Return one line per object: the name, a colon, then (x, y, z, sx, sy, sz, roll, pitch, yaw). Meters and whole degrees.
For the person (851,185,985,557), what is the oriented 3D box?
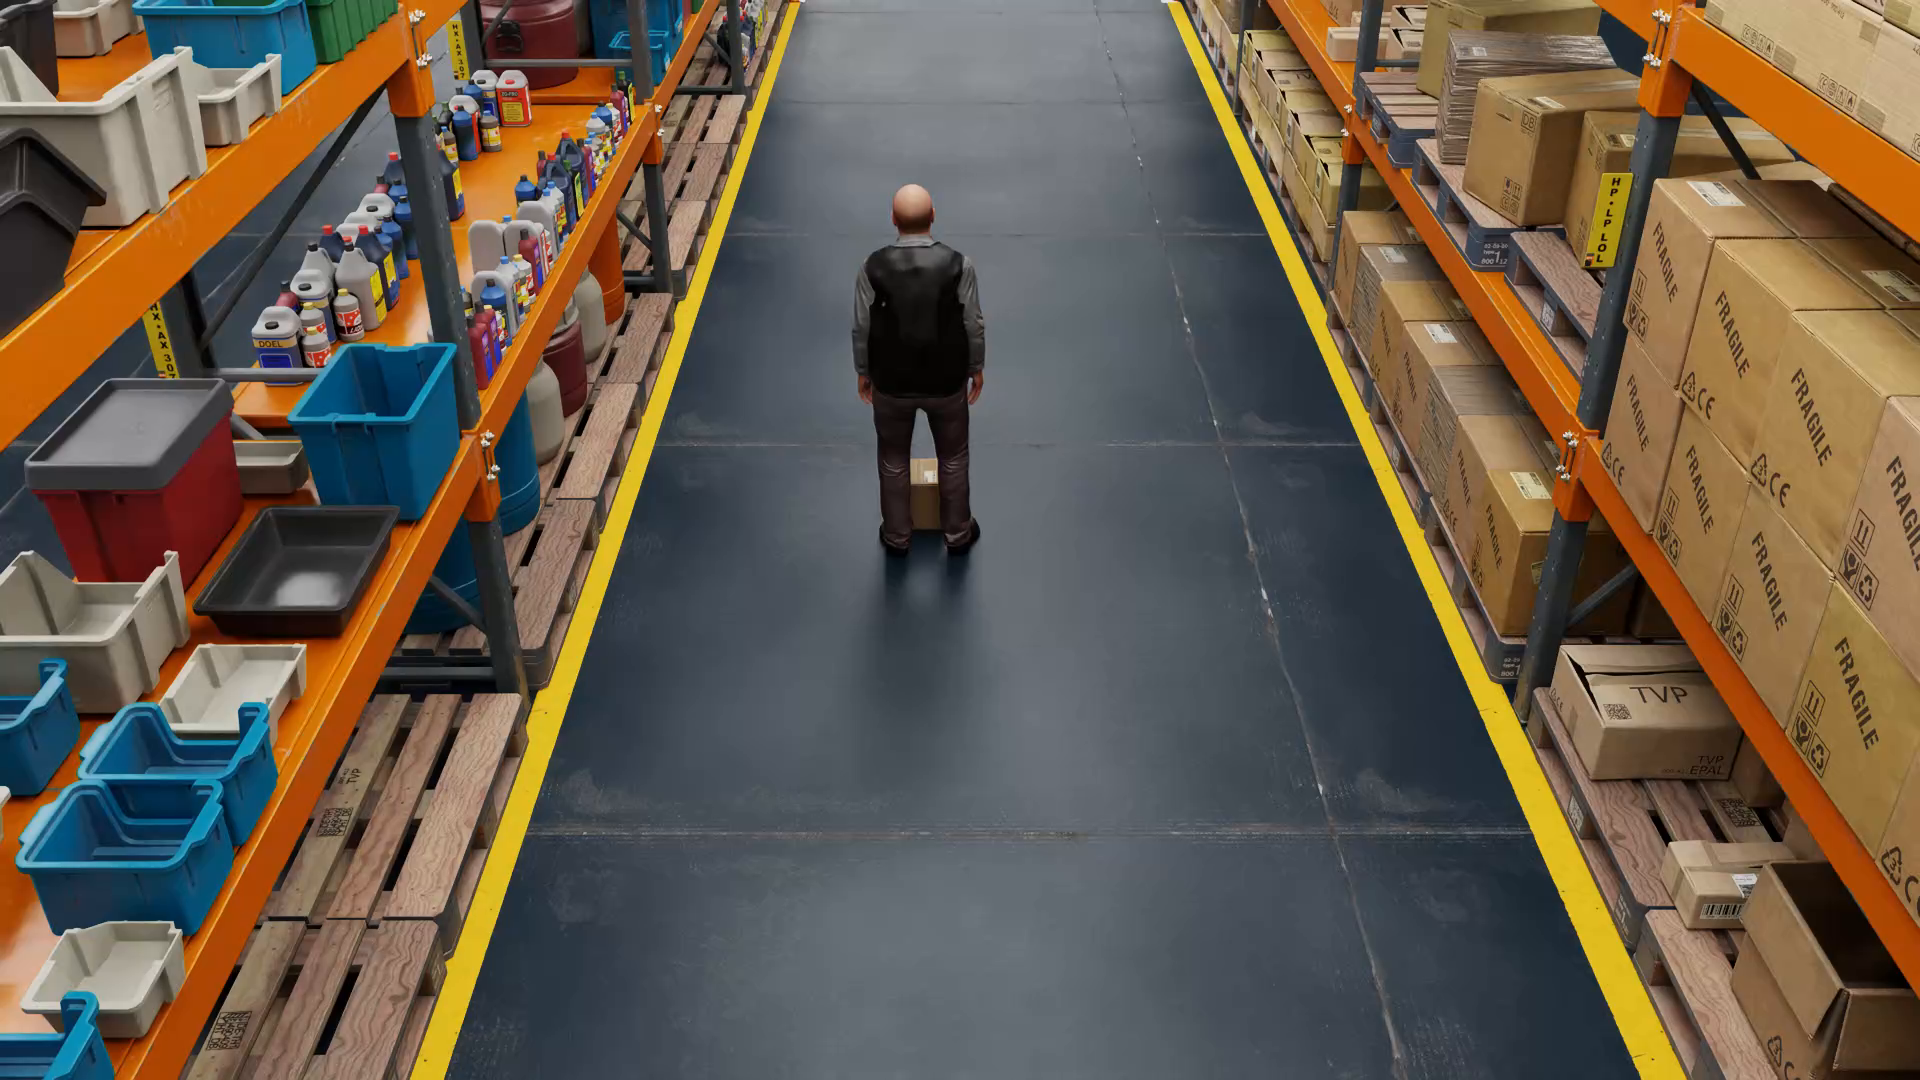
person: (-0.179, -0.654, 7.334, 0.578, 1.614, 0.419, -1, 31, -1)
